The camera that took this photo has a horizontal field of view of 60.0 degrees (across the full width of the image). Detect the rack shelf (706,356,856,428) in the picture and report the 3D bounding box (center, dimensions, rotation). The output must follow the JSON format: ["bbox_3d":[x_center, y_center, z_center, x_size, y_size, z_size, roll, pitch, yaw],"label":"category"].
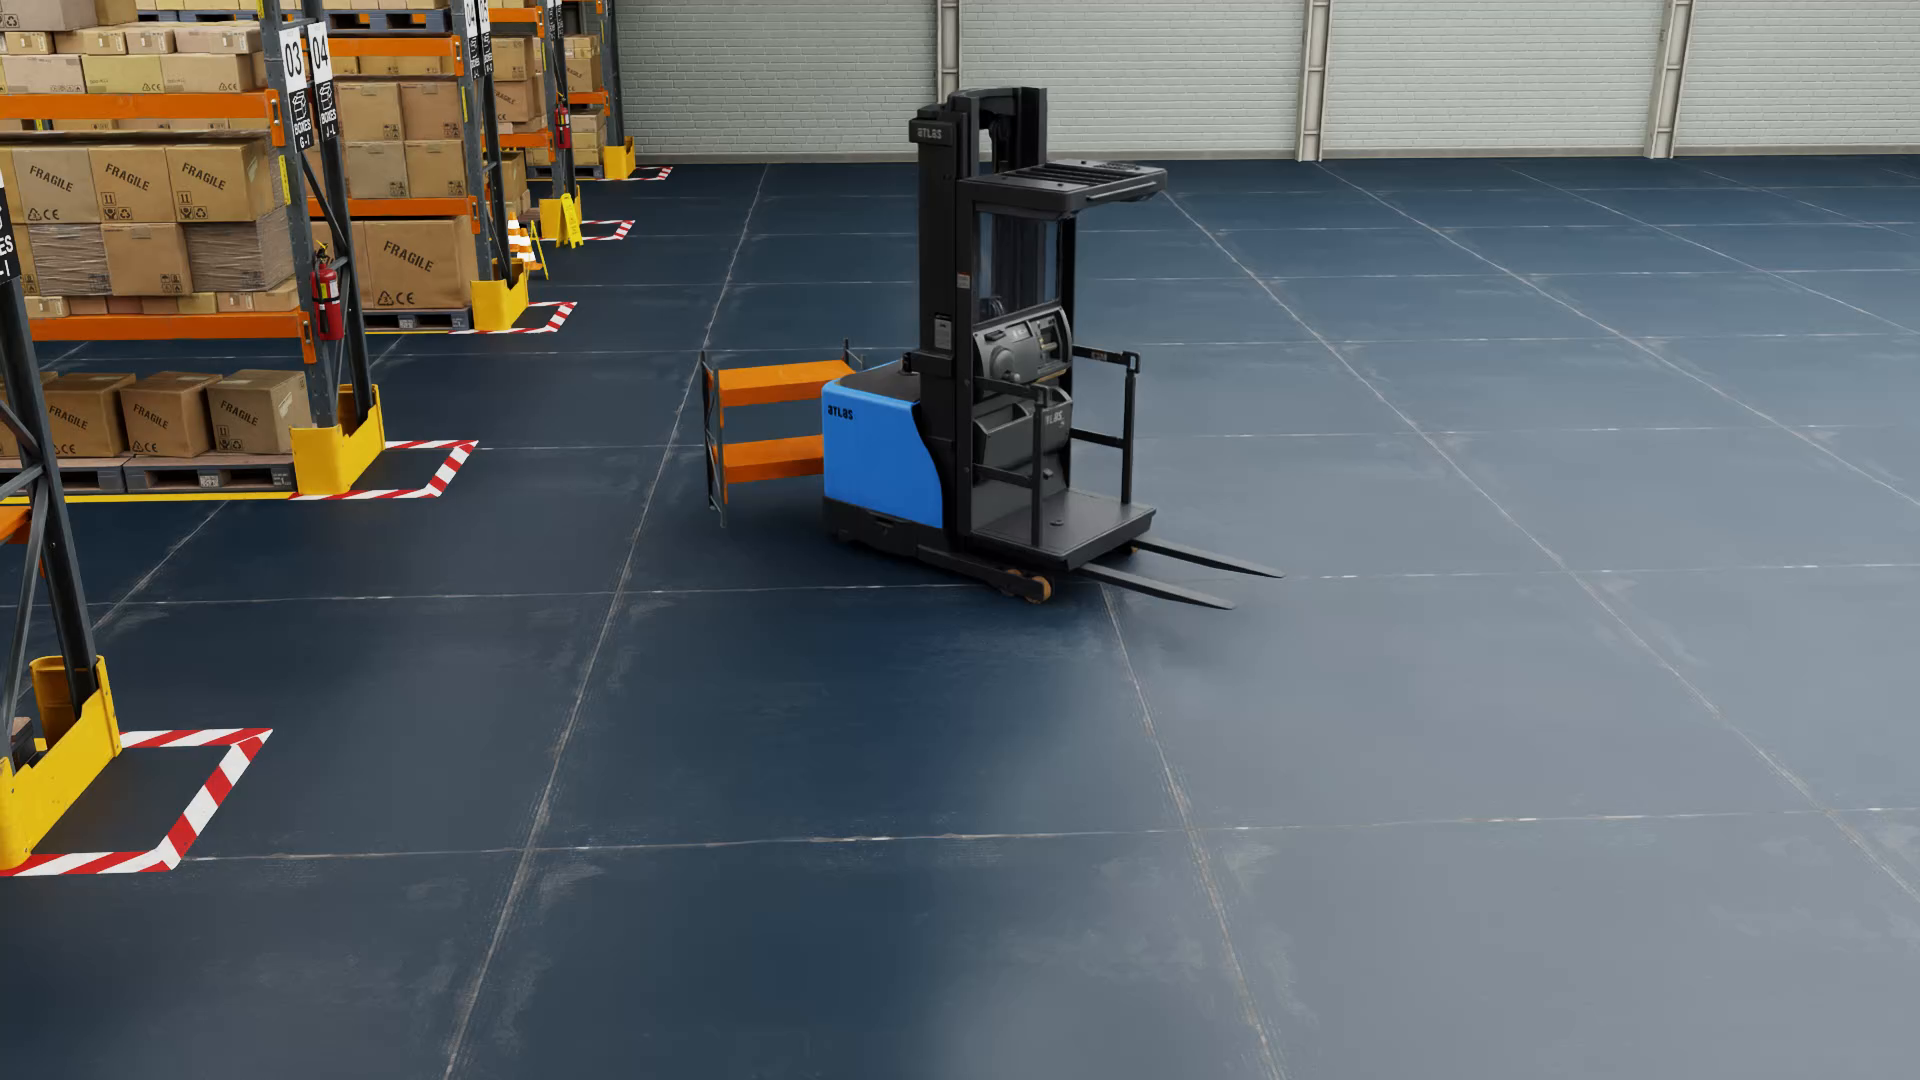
[{"bbox_3d":[-1.204,-1.020,11.396,1.000,0.278,0.538,-7,22,-18],"label":"rack shelf"}]

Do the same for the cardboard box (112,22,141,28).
[{"bbox_3d":[-5.876,-3.524,11.596,0.250,0.149,0.380,-1,21,-3],"label":"cardboard box"}]

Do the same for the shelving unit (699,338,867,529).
[{"bbox_3d":[-1.204,-0.746,11.500,1.048,1.125,0.538,-7,22,-18],"label":"shelving unit"}]

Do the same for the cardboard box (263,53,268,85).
[{"bbox_3d":[-5.055,-3.347,11.690,0.500,0.250,0.500,-1,21,-1],"label":"cardboard box"}]

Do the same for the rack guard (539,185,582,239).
[{"bbox_3d":[-5.201,-4.283,21.669,0.348,0.500,1.175,-1,21,-3],"label":"rack guard"}]

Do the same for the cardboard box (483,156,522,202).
[{"bbox_3d":[-5.910,-4.606,21.223,0.500,0.500,0.500,-1,21,-3],"label":"cardboard box"}]

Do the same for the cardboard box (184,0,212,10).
[{"bbox_3d":[-7.081,-5.056,15.592,0.250,0.149,0.380,-1,21,-3],"label":"cardboard box"}]

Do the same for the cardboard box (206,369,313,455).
[{"bbox_3d":[-5.184,-0.954,12.334,0.500,0.500,0.500,3,21,7],"label":"cardboard box"}]

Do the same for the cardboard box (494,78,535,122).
[{"bbox_3d":[-5.651,-5.530,20.872,0.500,0.500,0.500,-2,21,-4],"label":"cardboard box"}]

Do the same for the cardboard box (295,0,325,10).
[{"bbox_3d":[-6.071,-5.076,15.645,0.250,0.149,0.380,-1,21,-4],"label":"cardboard box"}]

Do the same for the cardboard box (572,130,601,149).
[{"bbox_3d":[-5.880,-6.240,25.867,0.500,0.250,0.500,-1,21,-4],"label":"cardboard box"}]

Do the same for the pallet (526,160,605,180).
[{"bbox_3d":[-6.173,-5.883,26.276,1.213,0.211,1.003,-1,21,-3],"label":"pallet"}]

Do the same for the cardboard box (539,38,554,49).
[{"bbox_3d":[-6.262,-7.592,25.376,0.250,0.149,0.380,-1,21,-2],"label":"cardboard box"}]

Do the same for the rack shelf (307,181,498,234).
[{"bbox_3d":[-6.738,-3.320,16.636,4.000,0.370,1.077,-1,21,-3],"label":"rack shelf"}]

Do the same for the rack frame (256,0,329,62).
[{"bbox_3d":[-4.560,-4.736,10.914,0.127,3.000,1.000,-1,21,-3],"label":"rack frame"}]

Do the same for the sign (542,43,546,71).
[{"bbox_3d":[-5.114,-5.944,20.447,0.005,0.325,0.100,-1,21,-3],"label":"sign"}]

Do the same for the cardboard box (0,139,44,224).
[{"bbox_3d":[-6.592,-2.458,11.398,0.500,0.500,0.500,-1,21,-3],"label":"cardboard box"}]

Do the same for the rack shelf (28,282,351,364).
[{"bbox_3d":[-6.556,-1.556,12.003,4.000,0.370,1.077,-1,21,-3],"label":"rack shelf"}]

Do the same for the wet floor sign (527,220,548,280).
[{"bbox_3d":[-4.826,-3.300,18.883,0.232,0.644,0.267,-5,21,-12],"label":"wet floor sign"}]

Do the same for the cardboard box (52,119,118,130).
[{"bbox_3d":[-8.365,-4.186,16.170,0.550,0.550,0.875,-1,21,-3],"label":"cardboard box"}]

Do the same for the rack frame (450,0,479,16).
[{"bbox_3d":[-4.742,-6.500,15.548,0.127,3.000,1.000,-1,21,-3],"label":"rack frame"}]

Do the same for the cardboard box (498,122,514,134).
[{"bbox_3d":[-5.733,-5.208,20.936,0.250,0.149,0.380,-1,21,-4],"label":"cardboard box"}]

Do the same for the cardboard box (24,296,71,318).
[{"bbox_3d":[-6.324,-1.668,11.641,0.250,0.149,0.380,-1,21,-3],"label":"cardboard box"}]

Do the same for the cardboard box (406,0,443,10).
[{"bbox_3d":[-5.054,-5.097,15.700,0.250,0.149,0.380,-1,21,-3],"label":"cardboard box"}]

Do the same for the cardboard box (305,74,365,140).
[{"bbox_3d":[-6.225,-4.271,16.394,0.550,0.550,0.875,-1,21,-3],"label":"cardboard box"}]

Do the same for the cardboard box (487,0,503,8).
[{"bbox_3d":[-5.712,-6.614,20.415,0.250,0.149,0.380,-1,21,-3],"label":"cardboard box"}]

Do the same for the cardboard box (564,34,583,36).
[{"bbox_3d":[-6.029,-7.791,25.899,0.250,0.149,0.380,0,21,-1],"label":"cardboard box"}]

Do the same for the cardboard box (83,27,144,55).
[{"bbox_3d":[-5.602,-3.313,11.041,0.250,0.149,0.380,-1,21,-3],"label":"cardboard box"}]

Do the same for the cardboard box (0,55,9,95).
[{"bbox_3d":[-6.539,-3.134,11.132,0.500,0.250,0.500,-2,21,-4],"label":"cardboard box"}]

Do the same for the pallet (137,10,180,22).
[{"bbox_3d":[-7.918,-4.989,15.918,1.213,0.211,1.003,-1,21,-3],"label":"pallet"}]

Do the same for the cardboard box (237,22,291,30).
[{"bbox_3d":[-4.848,-3.527,11.605,0.250,0.149,0.380,-1,21,-3],"label":"cardboard box"}]

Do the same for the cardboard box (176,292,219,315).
[{"bbox_3d":[-5.329,-1.708,11.745,0.250,0.149,0.380,-1,21,-3],"label":"cardboard box"}]

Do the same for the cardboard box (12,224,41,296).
[{"bbox_3d":[-6.604,-2.064,11.767,0.500,0.500,0.875,-1,21,-3],"label":"cardboard box"}]

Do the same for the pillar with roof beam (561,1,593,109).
[{"bbox_3d":[-5.913,-8.797,21.579,0.400,9.000,9.100,-1,21,-3],"label":"pillar with roof beam"}]

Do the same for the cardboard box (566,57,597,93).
[{"bbox_3d":[-5.889,-7.160,25.570,0.500,0.500,0.500,-2,21,-4],"label":"cardboard box"}]

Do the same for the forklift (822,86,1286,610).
[{"bbox_3d":[0.558,-1.193,10.136,3.031,2.935,1.130,16,26,35],"label":"forklift"}]

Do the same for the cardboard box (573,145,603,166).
[{"bbox_3d":[-5.863,-6.006,25.954,0.500,0.250,0.500,-1,21,-3],"label":"cardboard box"}]

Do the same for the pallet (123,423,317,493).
[{"bbox_3d":[-5.448,-0.624,12.464,1.213,0.211,1.003,-1,21,-3],"label":"pallet"}]

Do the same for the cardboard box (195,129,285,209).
[{"bbox_3d":[-5.124,-2.671,11.958,0.500,0.500,0.500,-1,21,-3],"label":"cardboard box"}]

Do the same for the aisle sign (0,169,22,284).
[{"bbox_3d":[-4.222,-1.494,7.175,0.004,0.787,0.394,-1,21,-3],"label":"aisle sign"}]

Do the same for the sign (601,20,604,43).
[{"bbox_3d":[-5.395,-7.675,25.104,0.005,0.325,0.100,-1,21,-3],"label":"sign"}]

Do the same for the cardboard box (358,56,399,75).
[{"bbox_3d":[-7.138,-6.003,20.708,0.500,0.500,0.700,-1,21,-3],"label":"cardboard box"}]

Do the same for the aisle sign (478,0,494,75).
[{"bbox_3d":[-4.688,-5.020,16.436,0.004,0.787,0.394,-1,21,-3],"label":"aisle sign"}]

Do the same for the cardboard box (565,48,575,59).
[{"bbox_3d":[-5.996,-7.444,25.405,0.250,0.149,0.380,-1,21,-2],"label":"cardboard box"}]

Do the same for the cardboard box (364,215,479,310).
[{"bbox_3d":[-5.415,-2.863,16.821,0.875,0.875,0.875,-1,21,-3],"label":"cardboard box"}]

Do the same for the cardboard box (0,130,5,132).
[{"bbox_3d":[-7.121,-2.632,11.854,0.500,0.500,0.500,-1,21,-3],"label":"cardboard box"}]
